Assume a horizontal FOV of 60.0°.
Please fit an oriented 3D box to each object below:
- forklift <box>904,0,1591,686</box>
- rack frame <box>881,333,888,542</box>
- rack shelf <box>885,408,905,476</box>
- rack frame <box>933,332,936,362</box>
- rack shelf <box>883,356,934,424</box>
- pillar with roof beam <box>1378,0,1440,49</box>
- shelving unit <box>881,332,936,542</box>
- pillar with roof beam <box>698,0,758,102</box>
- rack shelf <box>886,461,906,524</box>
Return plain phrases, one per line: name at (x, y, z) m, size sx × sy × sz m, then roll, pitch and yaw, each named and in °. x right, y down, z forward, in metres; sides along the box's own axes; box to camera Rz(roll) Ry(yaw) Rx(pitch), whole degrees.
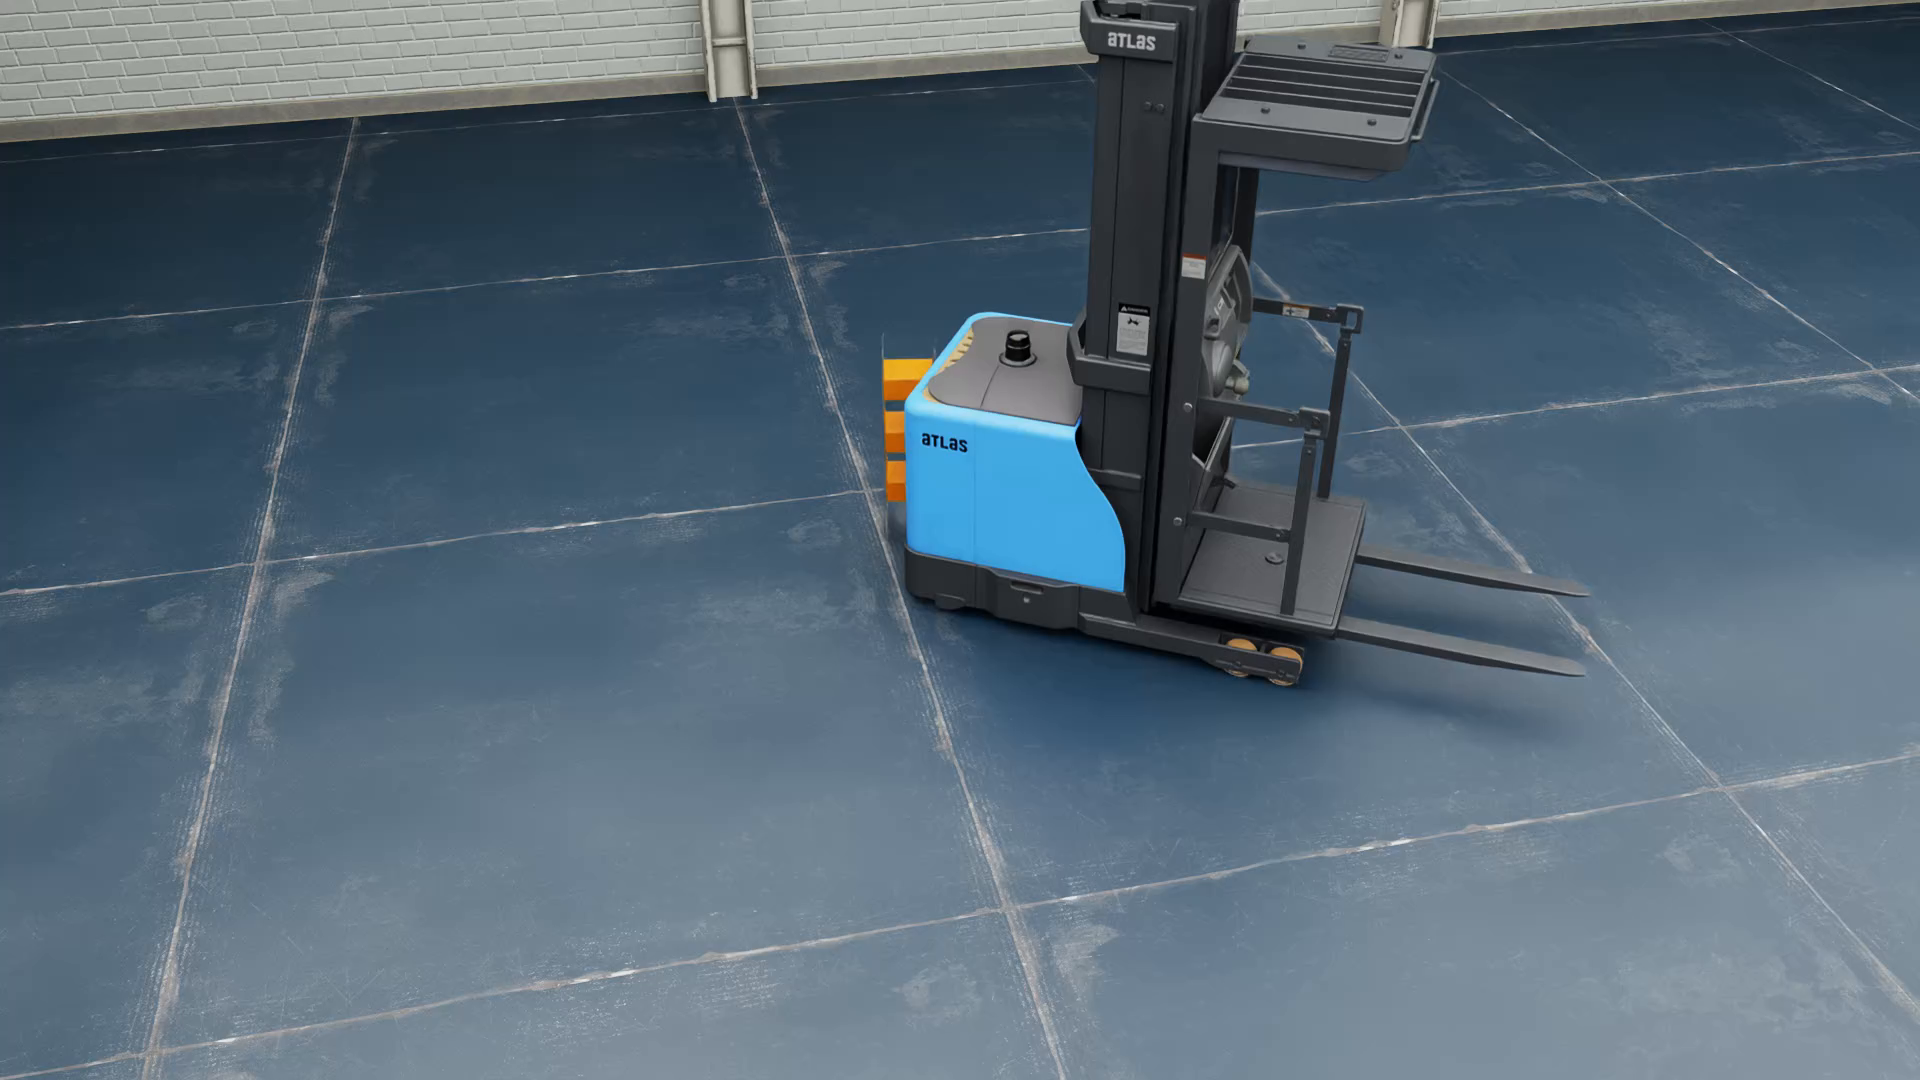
forklift at (1.315, -0.913, 6.980) m, size 3.031 × 2.935 × 1.130 m, roll 11°, pitch 35°, yaw 16°
rack frame at (-0.363, -0.481, 8.025) m, size 0.008 × 1.050 × 0.200 m, roll -1°, pitch 34°, yaw -2°
rack shelf at (-0.241, -0.475, 8.034) m, size 0.240 × 0.259 × 0.215 m, roll -1°, pitch 34°, yaw -2°
rack frame at (-0.119, -0.486, 8.031) m, size 0.008 × 1.050 × 0.200 m, roll -1°, pitch 34°, yaw -2°
rack shelf at (-0.241, -0.710, 7.876) m, size 0.240 × 0.259 × 0.215 m, roll -1°, pitch 34°, yaw -2°
pillar with roof beam at (4.917, -5.821, 8.848) m, size 0.400 × 9.000 × 9.100 m, roll -7°, pitch 35°, yaw -11°
shelving unit at (-0.241, -0.483, 8.028) m, size 0.252 × 1.050 × 0.215 m, roll -1°, pitch 34°, yaw -2°
pillar with roof beam at (-0.935, -5.083, 7.749) m, size 0.400 × 9.000 × 9.100 m, roll -7°, pitch 35°, yaw -11°
rack shelf at (-0.241, -0.244, 8.189) m, size 0.240 × 0.259 × 0.215 m, roll -1°, pitch 34°, yaw -2°
